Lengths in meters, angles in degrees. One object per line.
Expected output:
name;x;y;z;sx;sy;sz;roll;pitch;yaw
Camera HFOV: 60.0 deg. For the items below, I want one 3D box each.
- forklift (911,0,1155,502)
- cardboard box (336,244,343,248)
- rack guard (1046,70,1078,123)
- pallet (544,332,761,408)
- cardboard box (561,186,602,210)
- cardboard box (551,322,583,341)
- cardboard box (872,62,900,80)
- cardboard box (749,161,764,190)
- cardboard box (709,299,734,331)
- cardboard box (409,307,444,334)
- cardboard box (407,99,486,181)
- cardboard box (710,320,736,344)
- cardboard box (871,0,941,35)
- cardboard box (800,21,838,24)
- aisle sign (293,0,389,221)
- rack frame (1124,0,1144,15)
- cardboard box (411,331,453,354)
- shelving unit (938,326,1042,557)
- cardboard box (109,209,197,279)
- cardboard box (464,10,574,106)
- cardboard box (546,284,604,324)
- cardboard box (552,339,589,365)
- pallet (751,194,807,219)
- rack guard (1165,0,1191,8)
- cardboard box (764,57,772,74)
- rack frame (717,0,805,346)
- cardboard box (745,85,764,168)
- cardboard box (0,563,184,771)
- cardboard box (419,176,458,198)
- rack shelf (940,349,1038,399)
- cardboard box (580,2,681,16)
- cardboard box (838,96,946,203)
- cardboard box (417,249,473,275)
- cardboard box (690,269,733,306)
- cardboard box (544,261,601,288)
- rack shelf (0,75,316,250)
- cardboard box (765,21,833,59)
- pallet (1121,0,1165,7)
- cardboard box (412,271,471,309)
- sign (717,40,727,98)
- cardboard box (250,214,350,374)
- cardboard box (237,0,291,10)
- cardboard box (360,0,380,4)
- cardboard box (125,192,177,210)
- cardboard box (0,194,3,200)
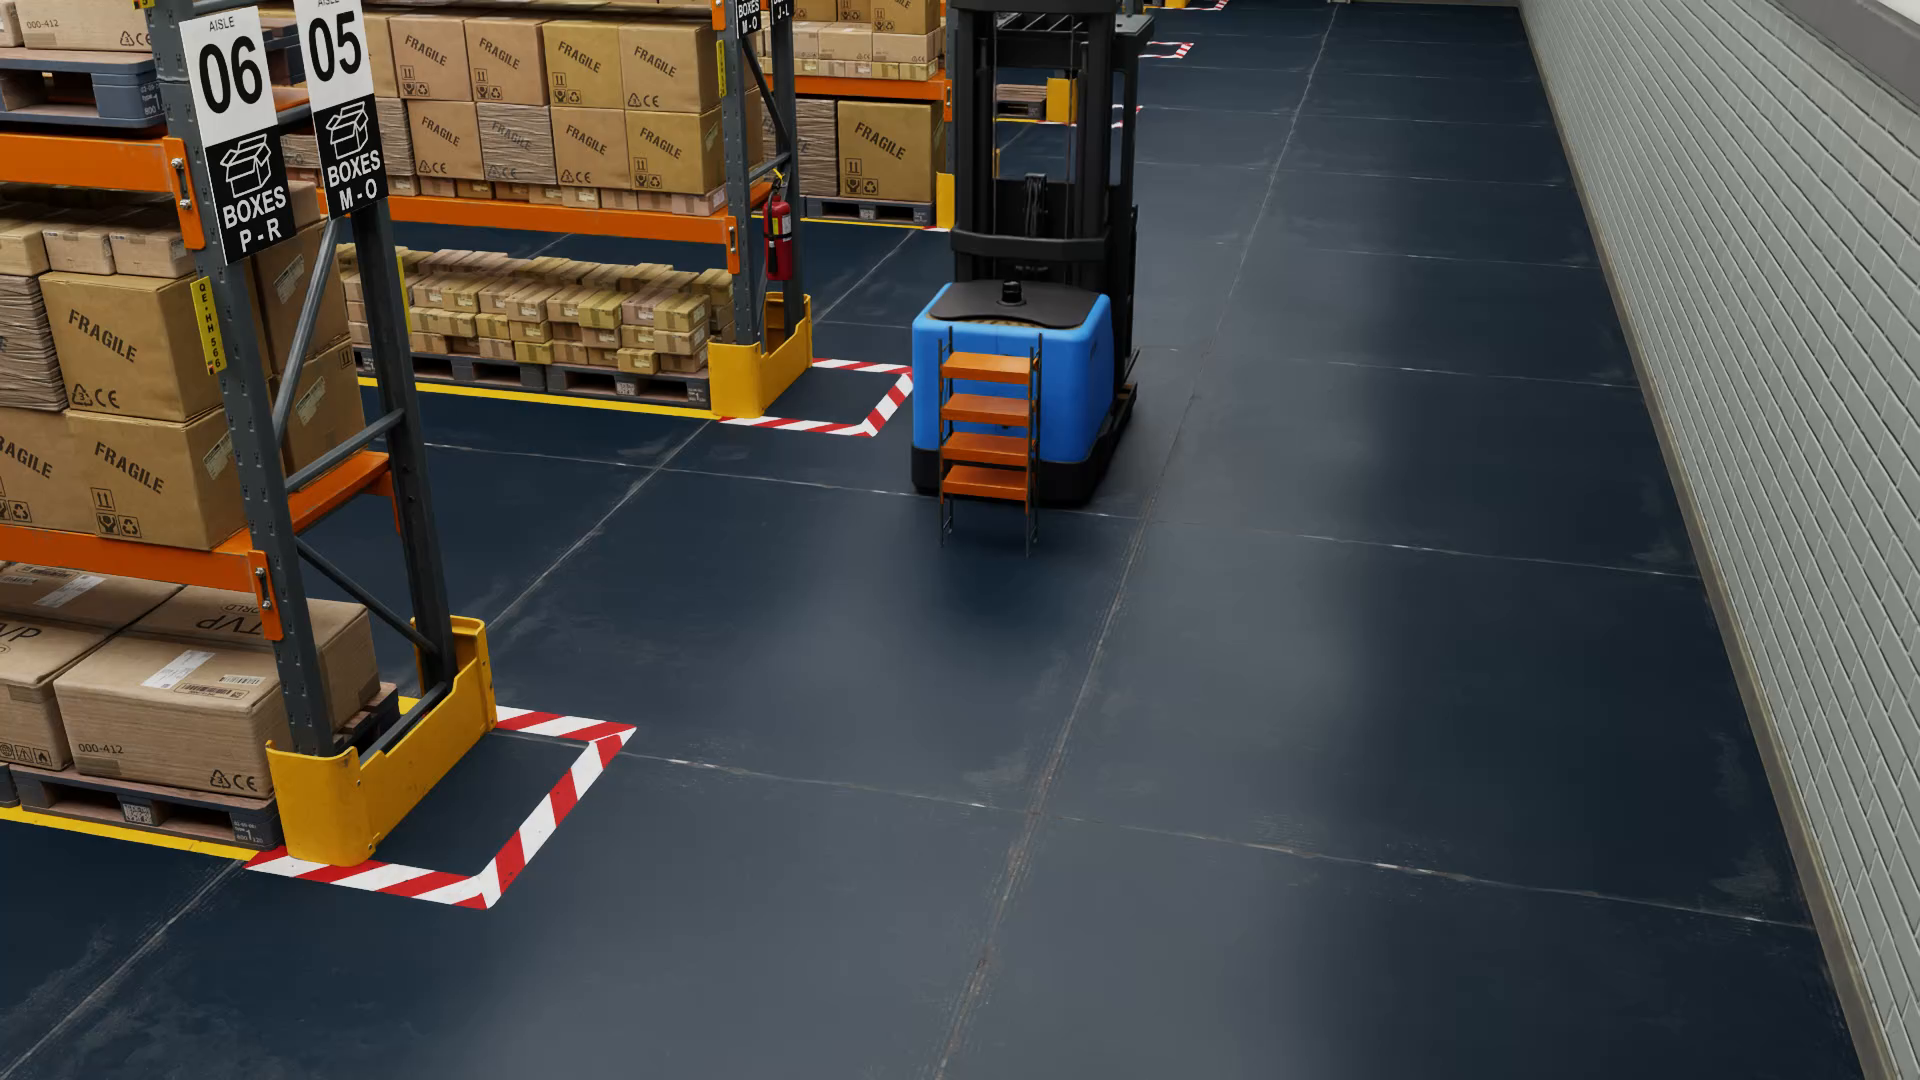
forklift;0.563;-2.154;10.364;1.130;2.935;3.031;6;26;12
cardboard box;-4.740;-2.066;12.235;0.250;0.149;0.380;7;26;14
rack guard;1.318;-5.386;19.982;0.348;0.500;1.175;6;26;13
pallet;-2.127;-1.247;11.623;1.213;0.211;1.003;6;26;13
cardboard box;-2.392;-2.280;10.842;0.250;0.149;0.380;7;26;14
cardboard box;-2.596;-1.497;11.387;0.250;0.149;0.380;6;26;12
cardboard box;-0.621;-4.265;15.011;0.250;0.149;0.380;7;26;14
cardboard box;-1.507;-2.454;11.207;0.250;0.149;0.380;6;26;13
cardboard box;-1.719;-1.596;11.594;0.250;0.149;0.380;7;26;15
cardboard box;-3.615;-1.565;11.530;0.250;0.149;0.380;6;26;13
cardboard box;-3.246;-2.682;10.931;0.500;0.500;0.500;8;27;16
cardboard box;-1.703;-1.488;11.713;0.250;0.149;0.380;7;26;14
cardboard box;-0.479;-4.798;14.795;0.500;0.500;0.500;7;26;14
cardboard box;-1.330;-4.789;15.647;0.500;0.250;0.500;5;26;11
aisle sign;-2.268;-1.611;6.120;0.004;0.787;0.394;6;26;13
rack frame;2.529;-8.574;23.769;0.127;3.000;1.000;6;26;13
cardboard box;-3.610;-1.432;11.596;0.250;0.149;0.380;6;26;12
shelving unit;0.160;-0.524;8.955;0.503;1.200;0.258;6;26;13
cardboard box;-2.808;-1.069;5.972;0.250;0.149;0.380;7;26;14
cardboard box;-2.777;-3.079;10.601;0.500;0.500;0.500;8;27;16
cardboard box;-2.597;-1.598;11.253;0.250;0.149;0.380;5;26;11
cardboard box;-2.588;-1.338;11.400;0.250;0.149;0.380;7;26;14
pallet;-1.914;-3.376;16.095;1.213;0.211;1.003;6;26;13
rack guard;3.782;-9.505;28.634;0.348;0.500;1.175;6;26;13
cardboard box;-1.610;-4.374;15.240;0.250;0.149;0.380;6;26;13
rack frame;-1.275;-2.396;10.793;0.127;3.000;1.000;6;26;13
cardboard box;-1.641;-2.739;11.050;0.500;0.500;0.500;8;26;15
cardboard box;-3.963;0.519;7.162;0.875;0.438;0.875;7;26;14
cardboard box;-3.398;-2.414;11.123;0.250;0.149;0.380;7;26;15
rack shelf;0.160;-0.879;8.786;0.480;0.148;0.258;6;26;13
cardboard box;-2.134;-3.237;10.934;0.500;0.500;0.500;7;26;15
cardboard box;-0.582;-3.716;15.548;0.875;0.875;0.875;6;26;13
cardboard box;-3.722;-1.980;12.056;0.250;0.149;0.380;5;26;10
cardboard box;-1.698;-1.765;11.603;0.250;0.149;0.380;5;26;11
cardboard box;-2.734;-1.850;11.782;0.250;0.149;0.380;7;26;15
rack shelf;-4.347;-1.568;6.401;4.000;0.370;1.077;6;26;13
cardboard box;-1.462;-4.567;15.182;0.500;0.250;0.500;5;26;11
pallet;2.965;-9.430;28.813;1.213;0.211;1.003;6;26;13
cardboard box;-3.589;-1.737;11.545;0.250;0.149;0.380;5;26;11
sign;-1.433;-2.833;9.996;0.005;0.325;0.100;6;26;13
cardboard box;-2.804;-0.991;6.563;0.500;0.500;0.500;6;26;12
cardboard box;-4.773;-3.305;11.078;0.500;0.500;0.500;7;26;14
cardboard box;-4.124;-3.464;11.411;0.500;0.500;0.500;5;26;11
cardboard box;-2.957;-1.266;6.385;0.250;0.149;0.380;7;26;14
cardboard box;-3.800;-1.180;6.206;0.250;0.149;0.380;6;26;13
